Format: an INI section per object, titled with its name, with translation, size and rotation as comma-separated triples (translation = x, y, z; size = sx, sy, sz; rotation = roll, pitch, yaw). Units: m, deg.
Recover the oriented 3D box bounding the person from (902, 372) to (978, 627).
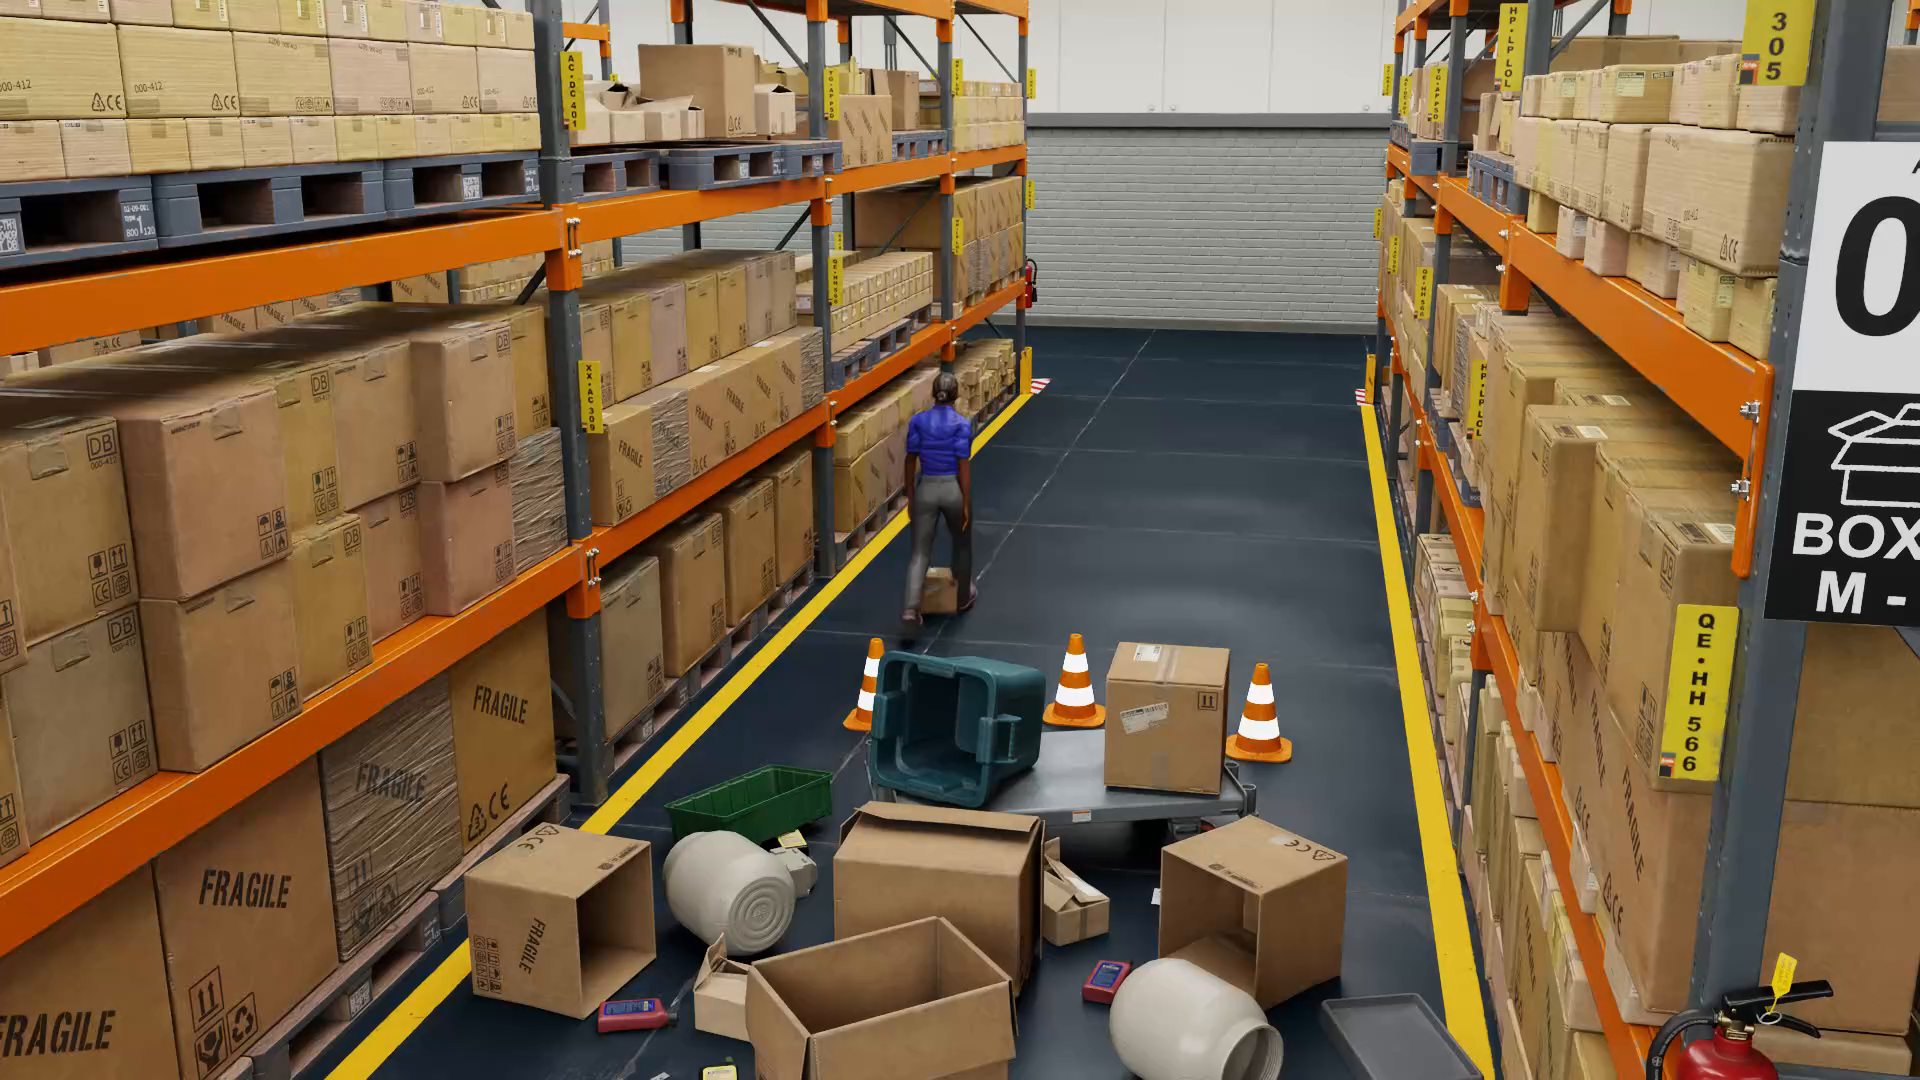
[person]
translation = -0.149, -0.251, 10.544
size = 0.448, 1.599, 1.056
rotation = 3, 15, 12
